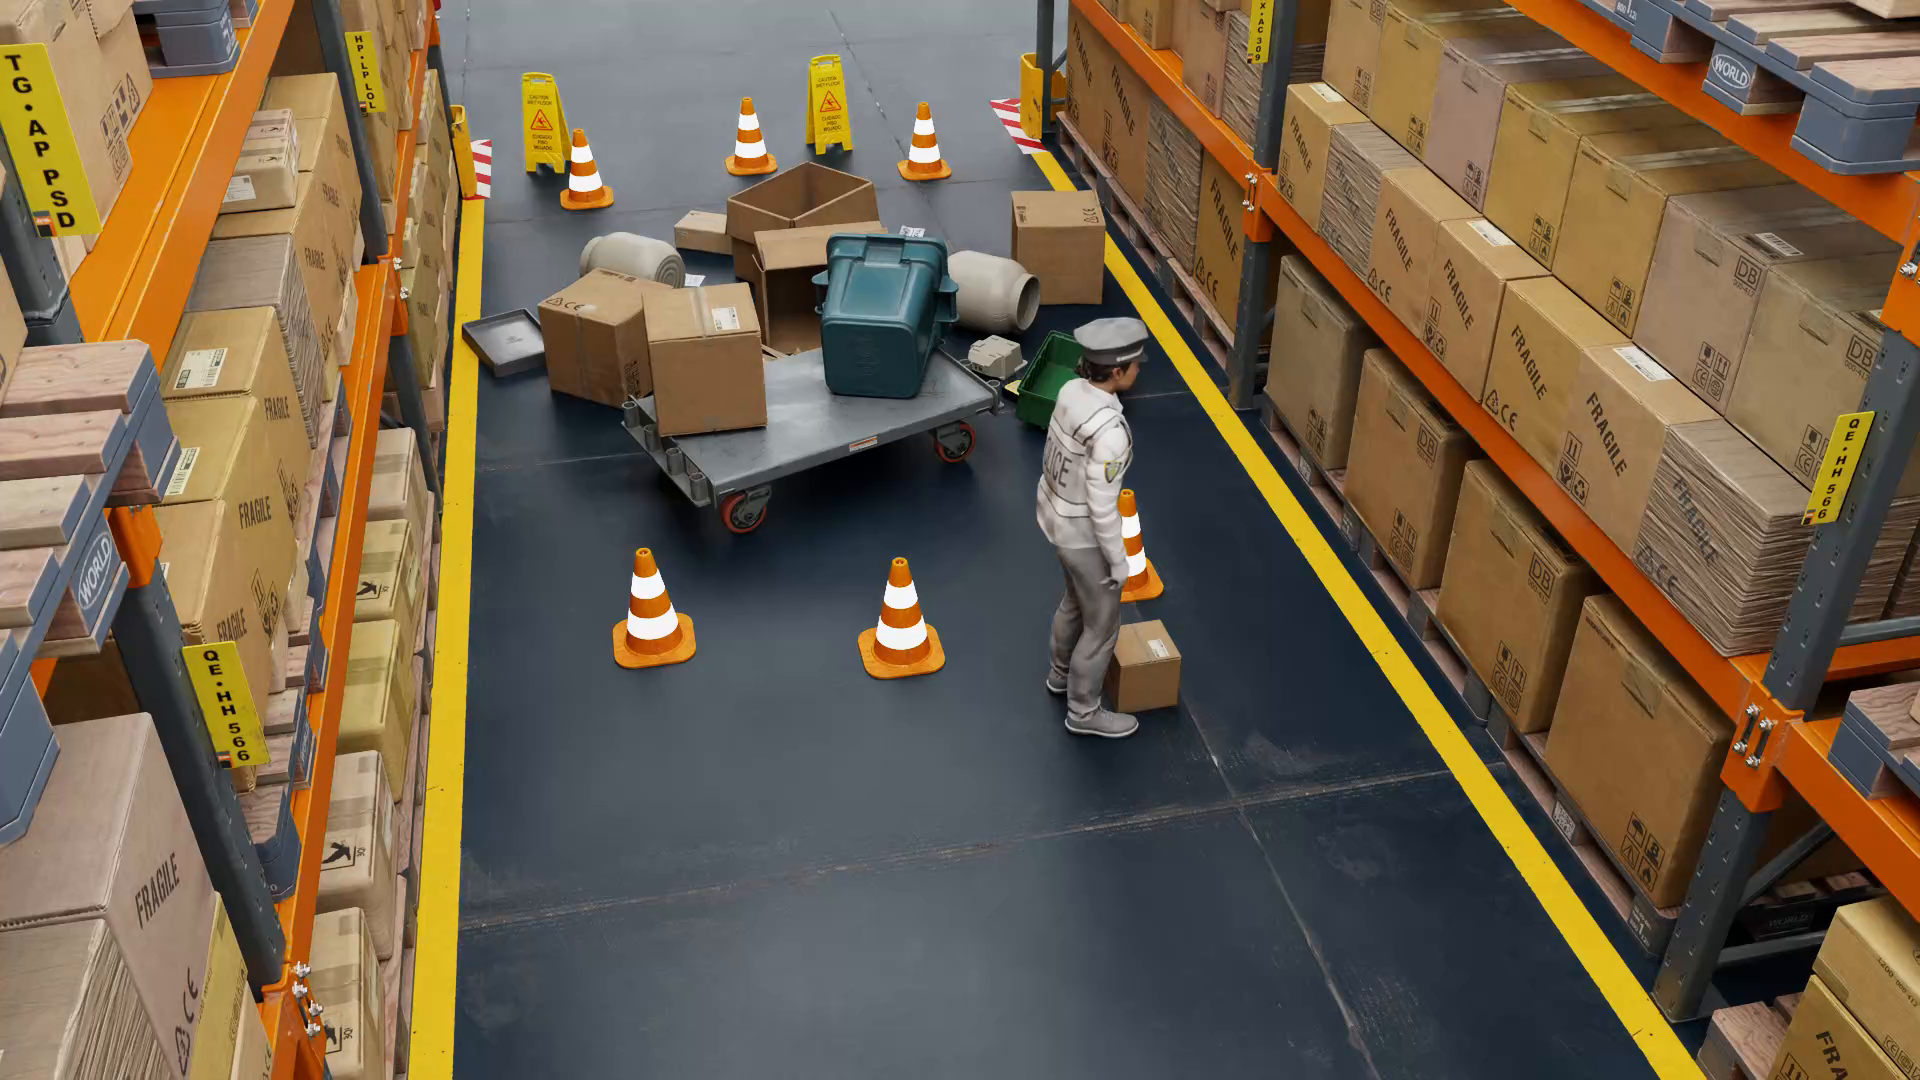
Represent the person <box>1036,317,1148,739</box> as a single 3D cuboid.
[{"bbox_3d":[0.482,-0.037,6.194,0.372,1.663,0.531,-9,36,-13],"label":"person"}]
